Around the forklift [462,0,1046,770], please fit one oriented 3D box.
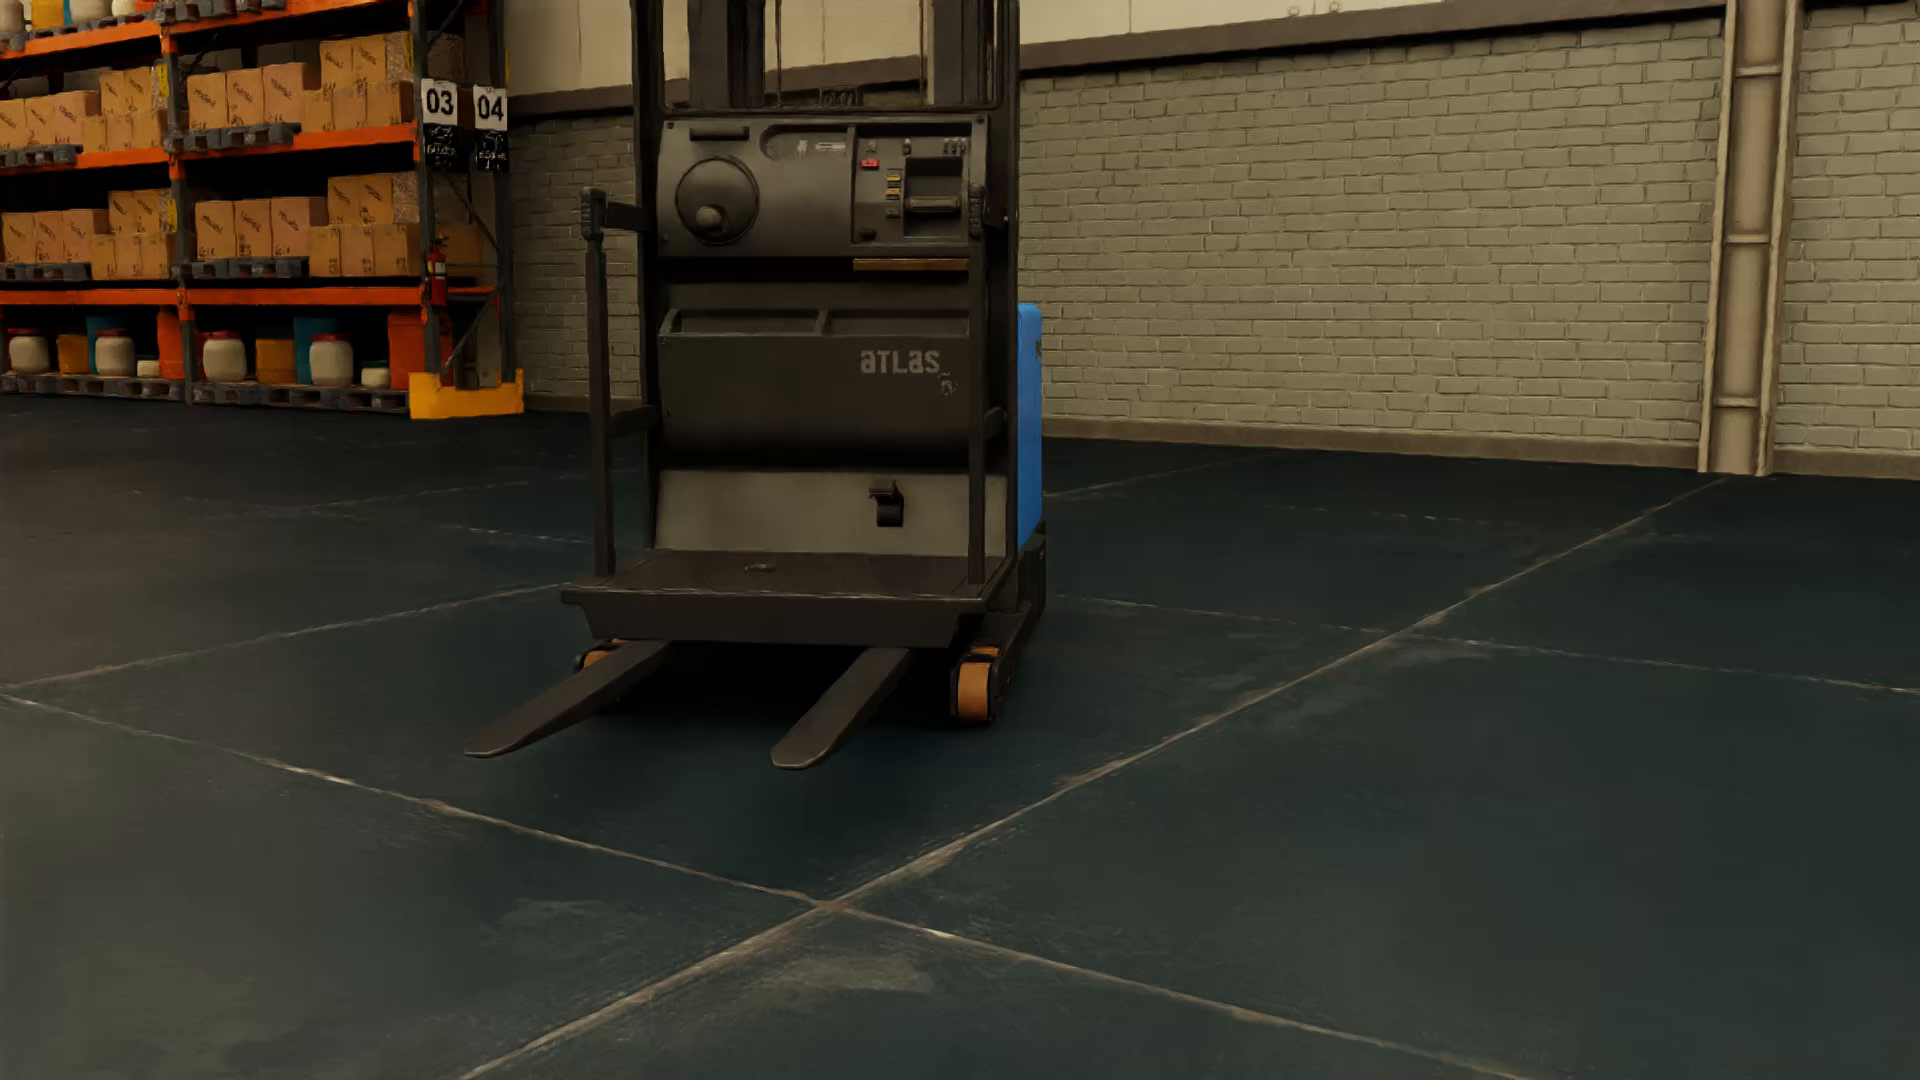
[{"bbox_3d":[-0.412,-1.029,4.429,1.130,2.935,3.031,1,8,8],"label":"forklift"}]
